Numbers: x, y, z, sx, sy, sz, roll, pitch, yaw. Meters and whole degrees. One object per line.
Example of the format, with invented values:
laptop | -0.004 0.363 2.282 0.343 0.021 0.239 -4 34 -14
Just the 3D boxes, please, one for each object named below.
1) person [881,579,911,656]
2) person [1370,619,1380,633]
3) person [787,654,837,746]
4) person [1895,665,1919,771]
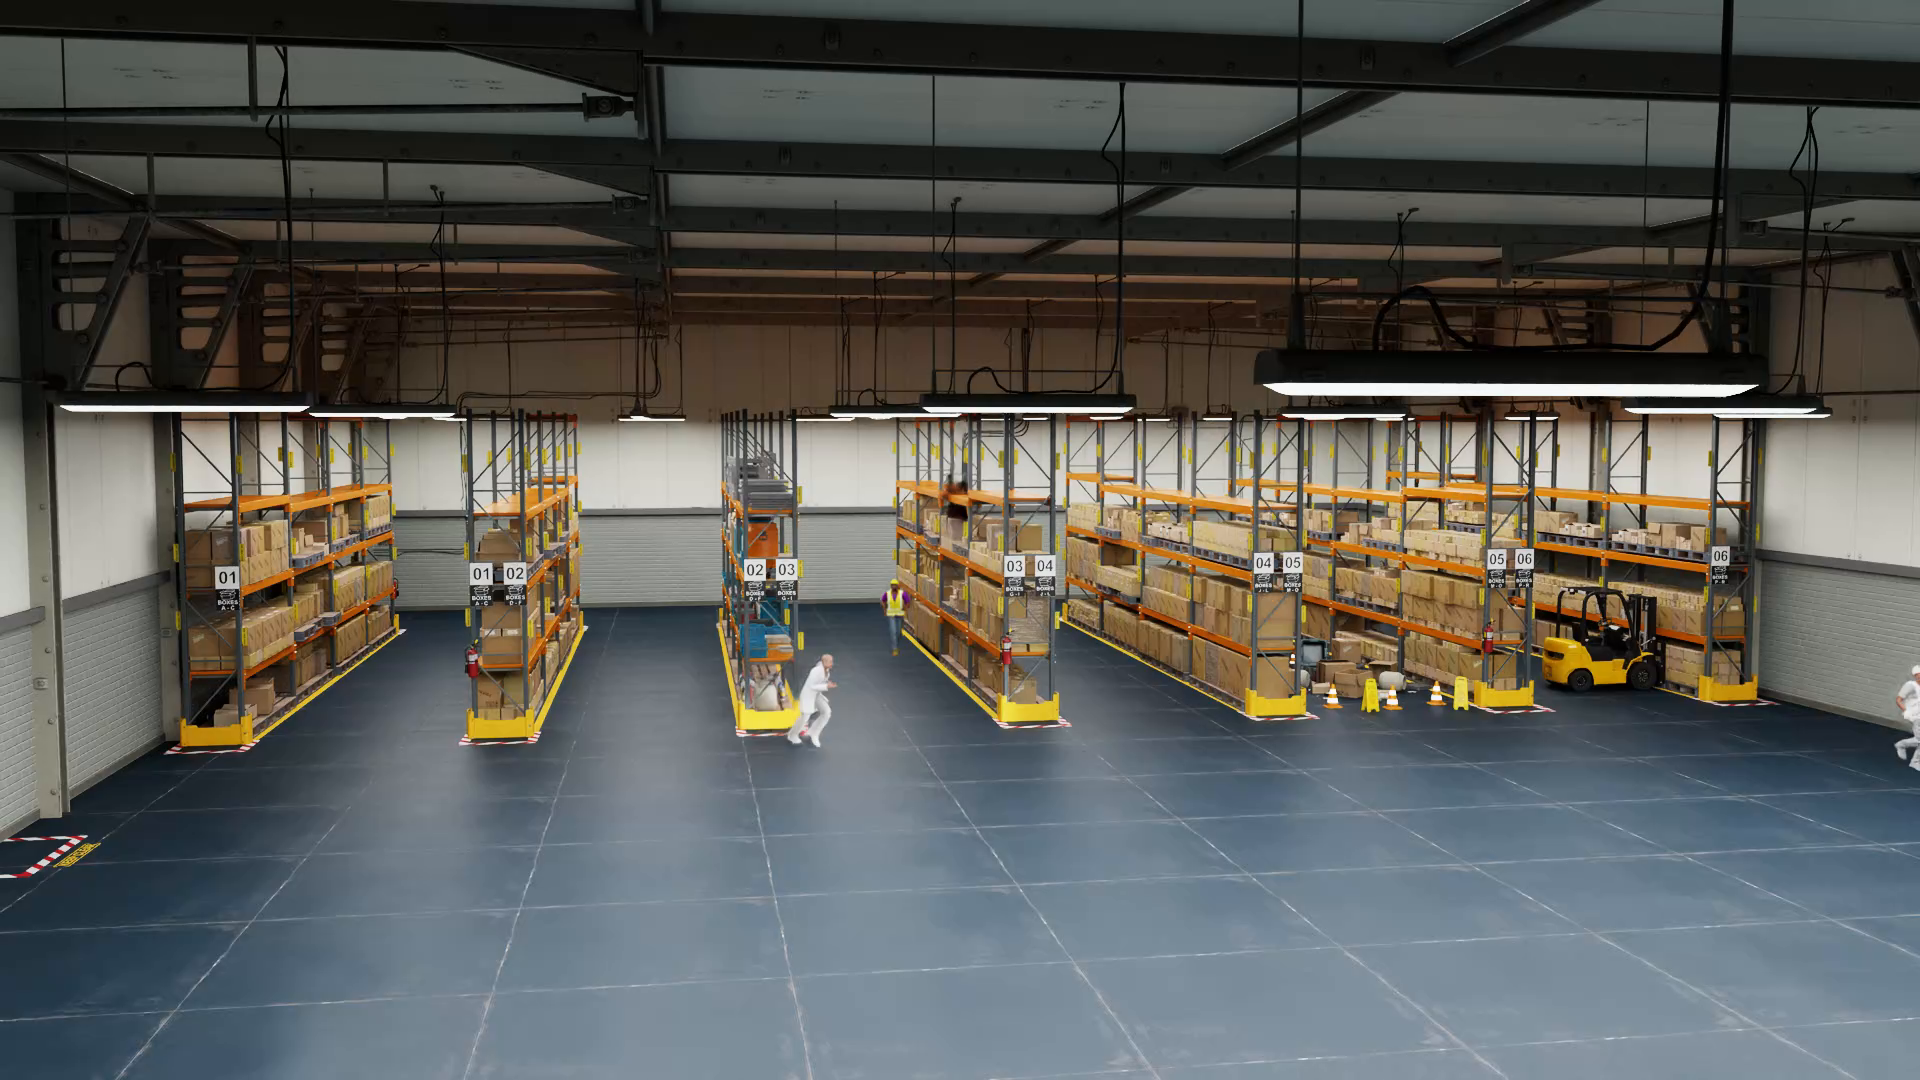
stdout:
person | -1.511 1.818 39.373 0.689 1.785 0.794 0 4 -4
person | 10.846 1.830 43.438 0.707 1.740 0.566 -1 4 -8
person | -2.607 2.846 29.599 1.052 1.676 0.744 2 4 24
person | 15.882 2.944 27.584 0.699 1.744 0.596 -2 4 -24
